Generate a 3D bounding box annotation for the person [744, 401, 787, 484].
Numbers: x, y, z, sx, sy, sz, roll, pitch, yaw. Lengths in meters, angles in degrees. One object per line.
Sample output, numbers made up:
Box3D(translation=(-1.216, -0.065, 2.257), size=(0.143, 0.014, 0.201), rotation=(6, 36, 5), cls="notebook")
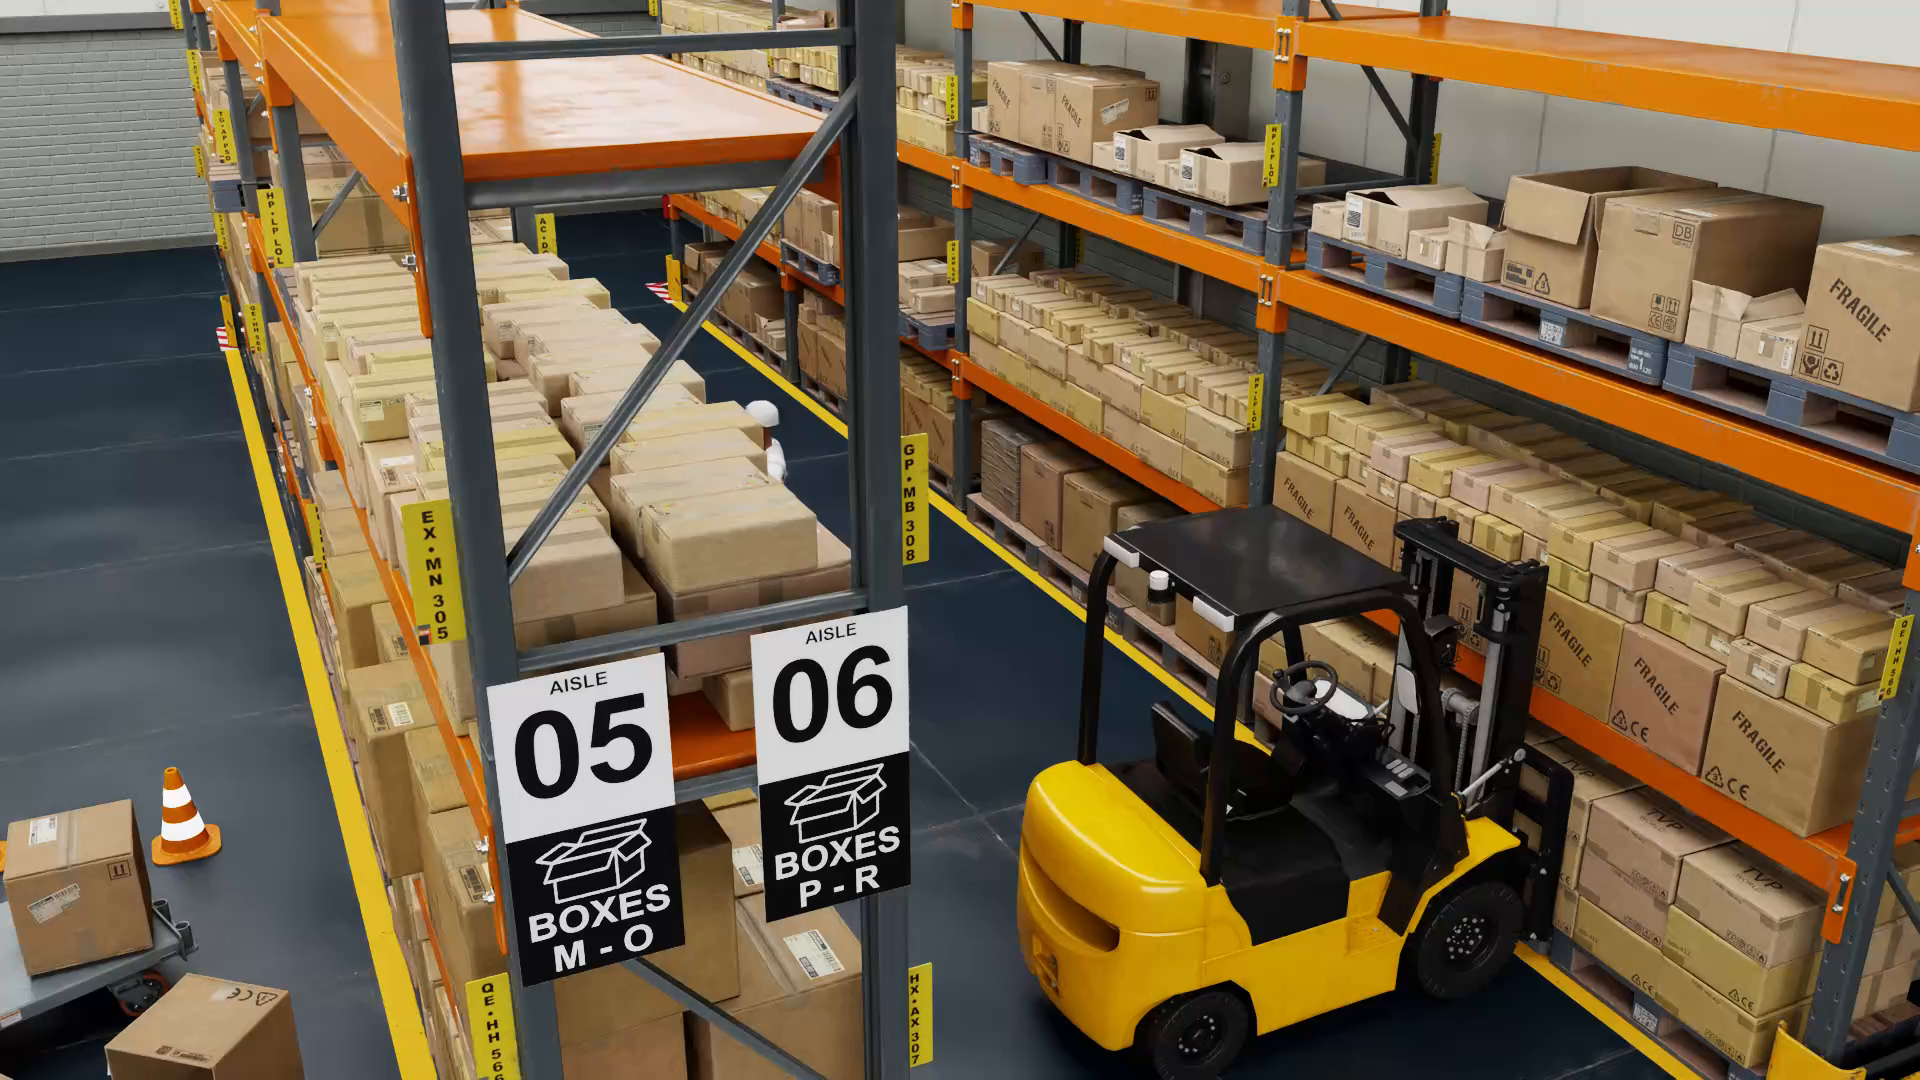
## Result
Box3D(translation=(-1.340, -0.015, 10.572), size=(0.487, 1.808, 0.616), rotation=(-4, 22, -11), cls="person")
